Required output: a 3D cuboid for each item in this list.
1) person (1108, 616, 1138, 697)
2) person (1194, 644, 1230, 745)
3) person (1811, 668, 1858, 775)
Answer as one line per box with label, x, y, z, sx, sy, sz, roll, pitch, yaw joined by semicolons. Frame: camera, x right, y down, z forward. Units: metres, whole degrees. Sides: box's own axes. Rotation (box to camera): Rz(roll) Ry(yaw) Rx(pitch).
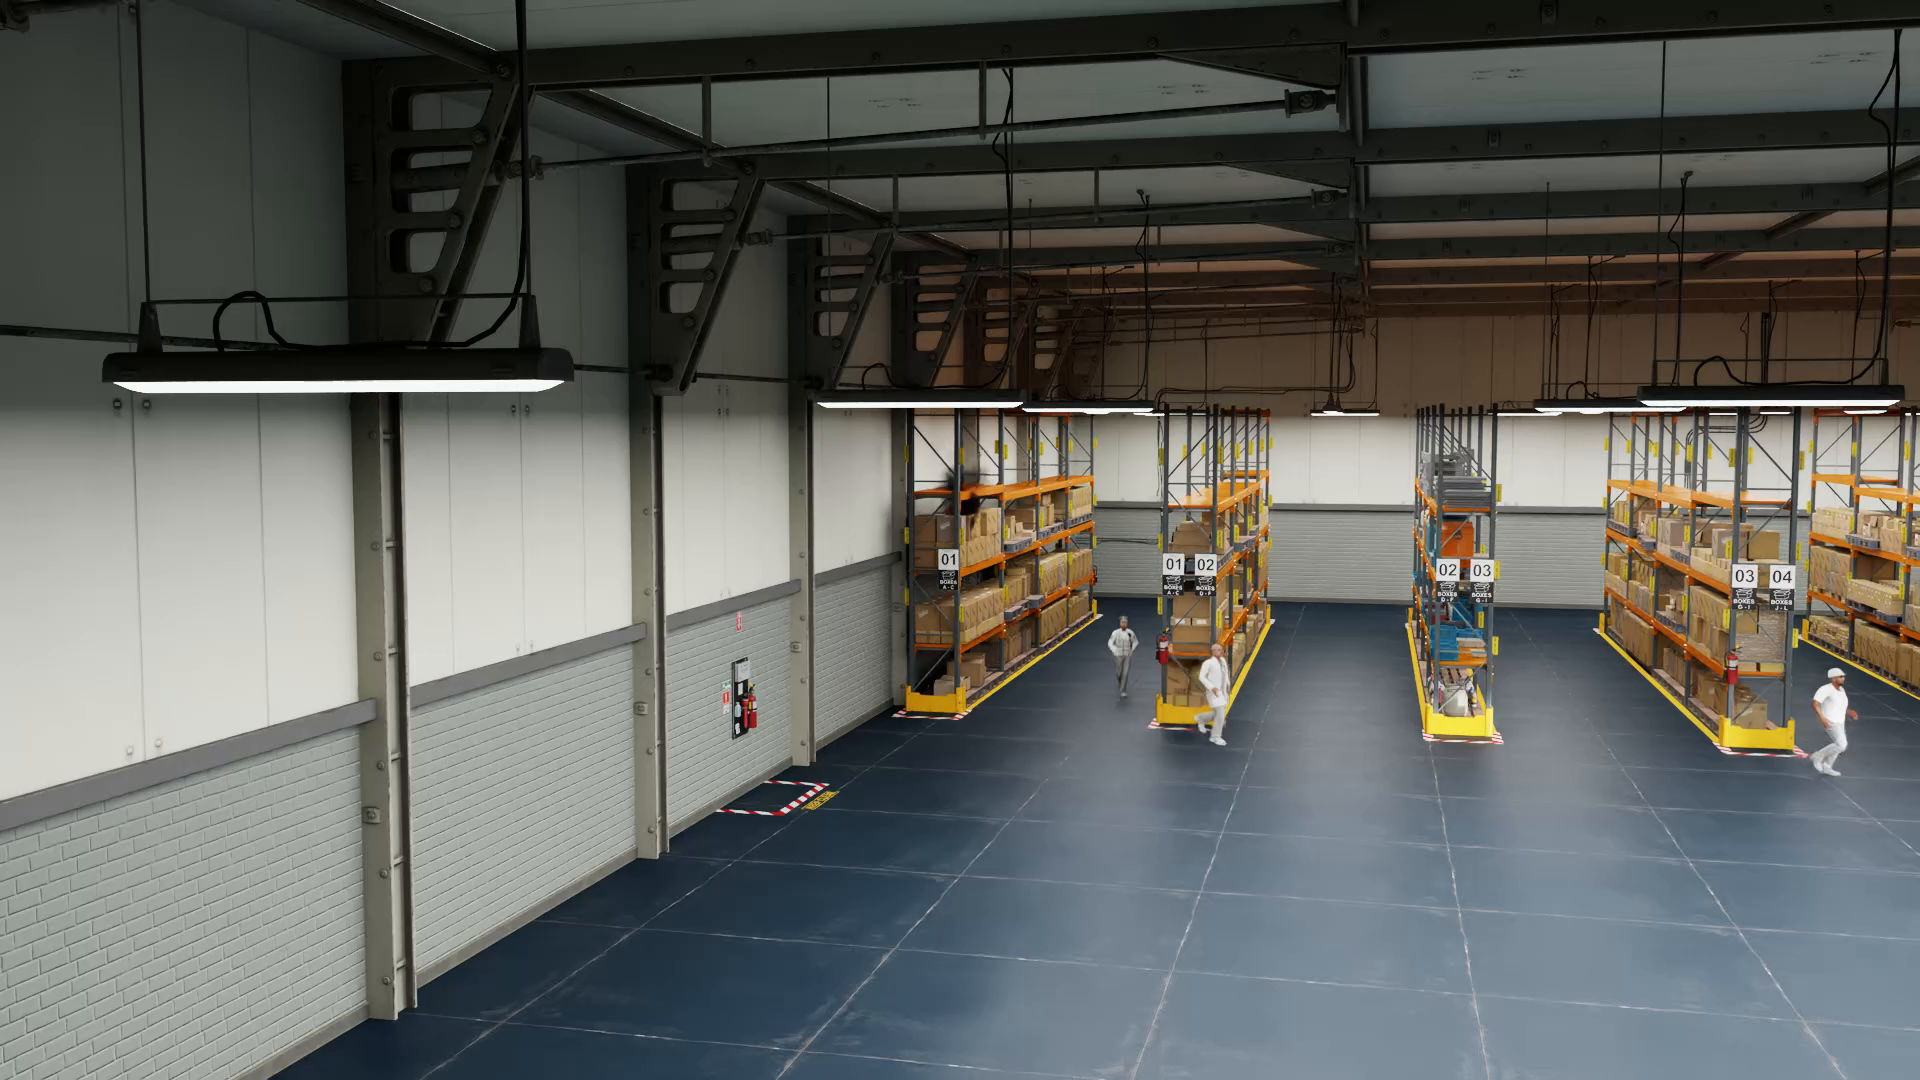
person;3.374;2.385;34.370;0.631;1.659;0.729;0;4;1
person;4.461;2.713;29.487;0.744;1.775;0.727;4;6;45
person;14.042;2.915;26.695;0.712;1.731;0.574;-3;5;-39
